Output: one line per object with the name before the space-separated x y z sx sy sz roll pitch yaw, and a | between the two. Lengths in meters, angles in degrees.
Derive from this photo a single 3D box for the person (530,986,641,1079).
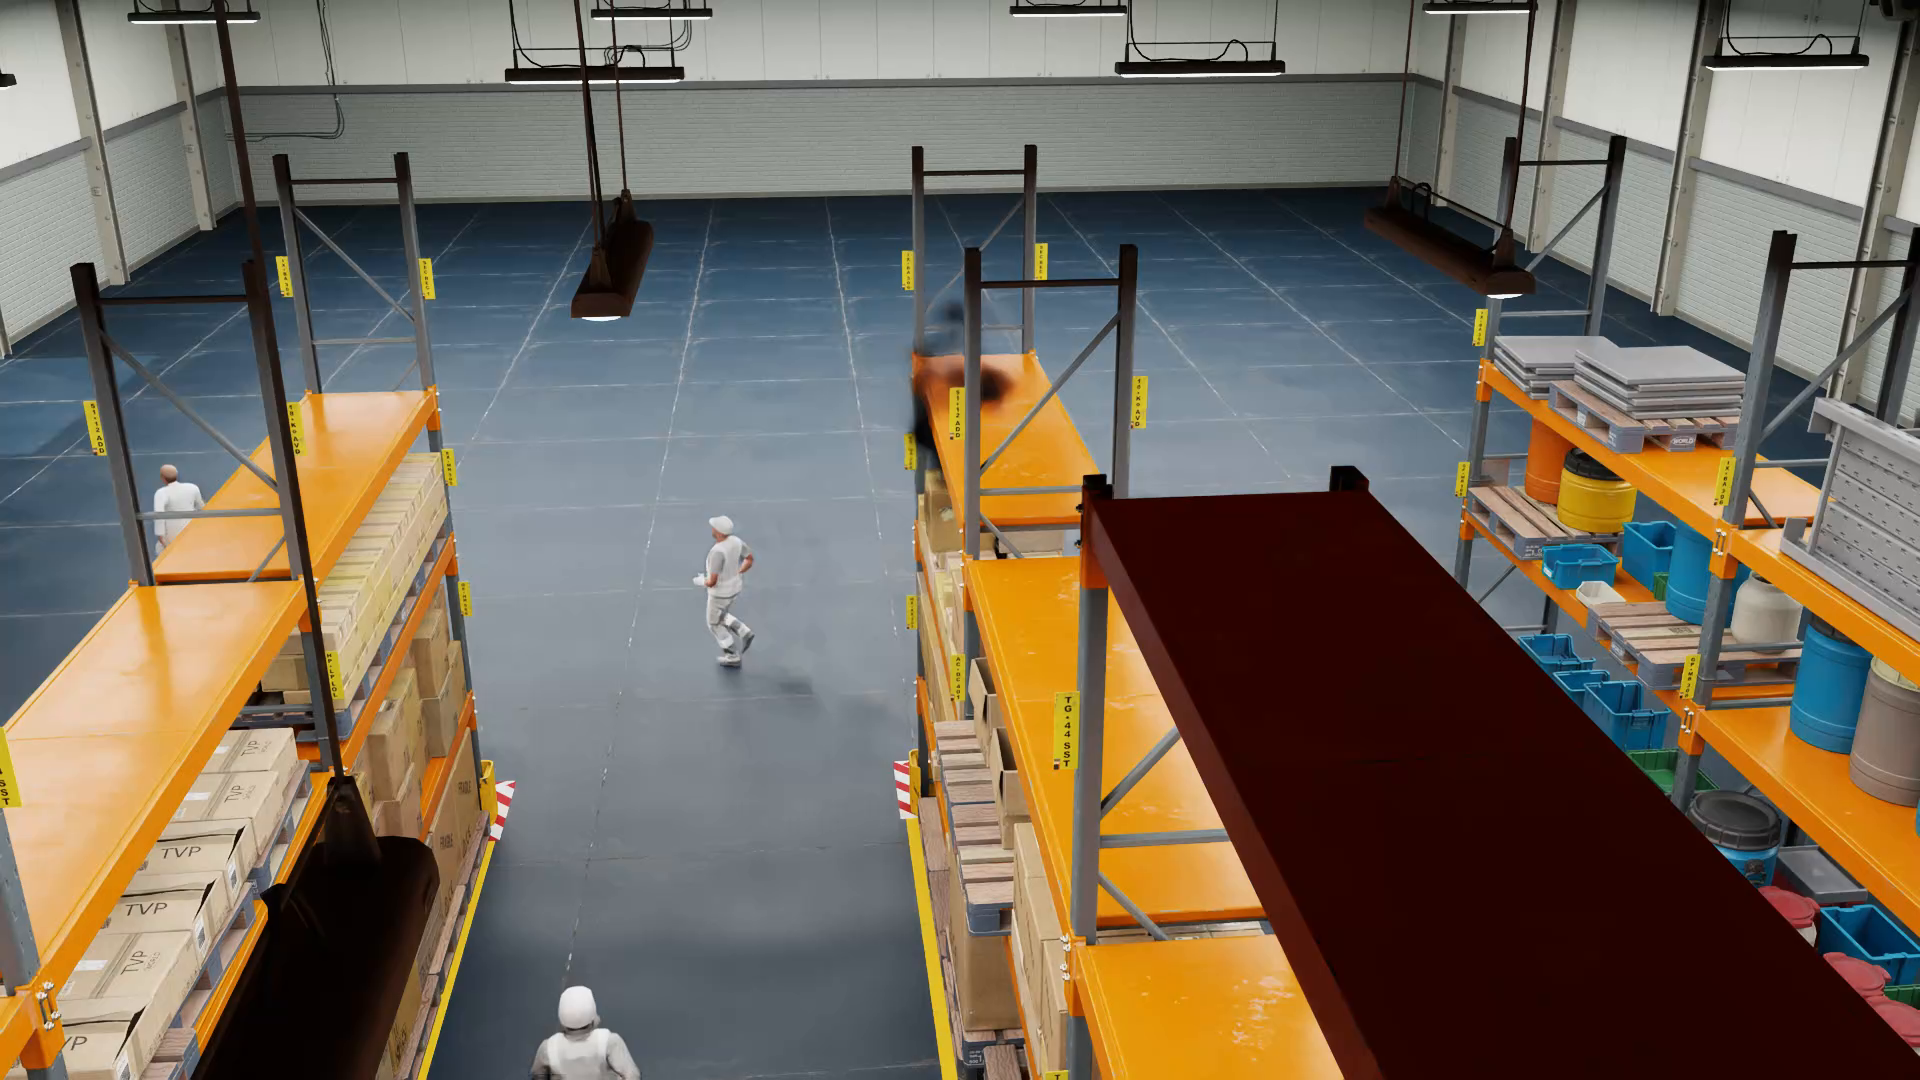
person | -2.299 3.520 10.294 0.643 1.796 0.901 -6 22 -15

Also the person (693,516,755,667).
person | -2.550 0.546 17.905 0.592 1.738 0.656 9 23 22

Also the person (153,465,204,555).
person | -9.007 0.004 19.238 0.893 1.781 0.751 15 26 34
